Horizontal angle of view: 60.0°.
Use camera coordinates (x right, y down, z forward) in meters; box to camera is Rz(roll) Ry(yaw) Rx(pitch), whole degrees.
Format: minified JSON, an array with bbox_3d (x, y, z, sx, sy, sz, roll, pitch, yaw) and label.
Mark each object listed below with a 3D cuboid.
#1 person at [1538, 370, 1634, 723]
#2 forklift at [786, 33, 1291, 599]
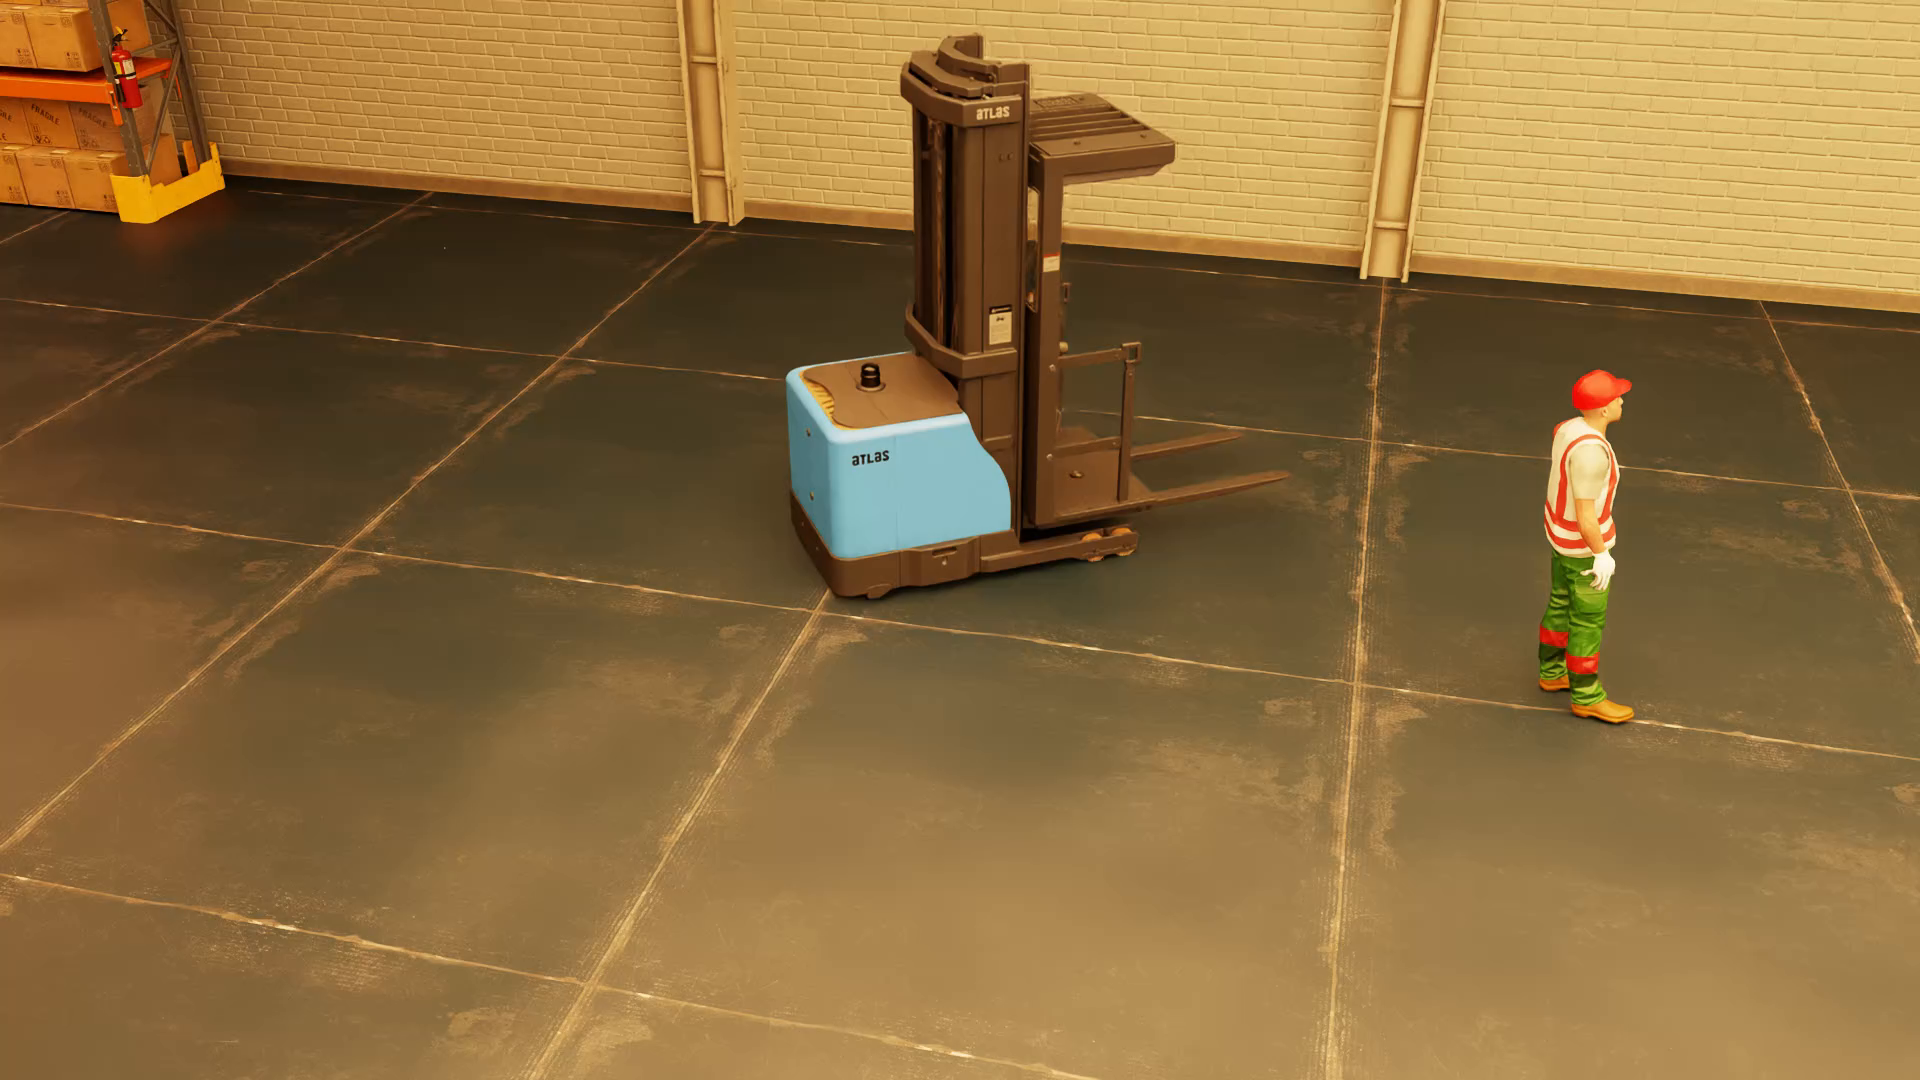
[{"bbox_3d":[3.182,0.004,8.306,0.564,1.787,0.638,3,30,5],"label":"person"},{"bbox_3d":[0.538,-1.380,9.606,3.031,2.935,1.130,-10,31,-18],"label":"forklift"}]
